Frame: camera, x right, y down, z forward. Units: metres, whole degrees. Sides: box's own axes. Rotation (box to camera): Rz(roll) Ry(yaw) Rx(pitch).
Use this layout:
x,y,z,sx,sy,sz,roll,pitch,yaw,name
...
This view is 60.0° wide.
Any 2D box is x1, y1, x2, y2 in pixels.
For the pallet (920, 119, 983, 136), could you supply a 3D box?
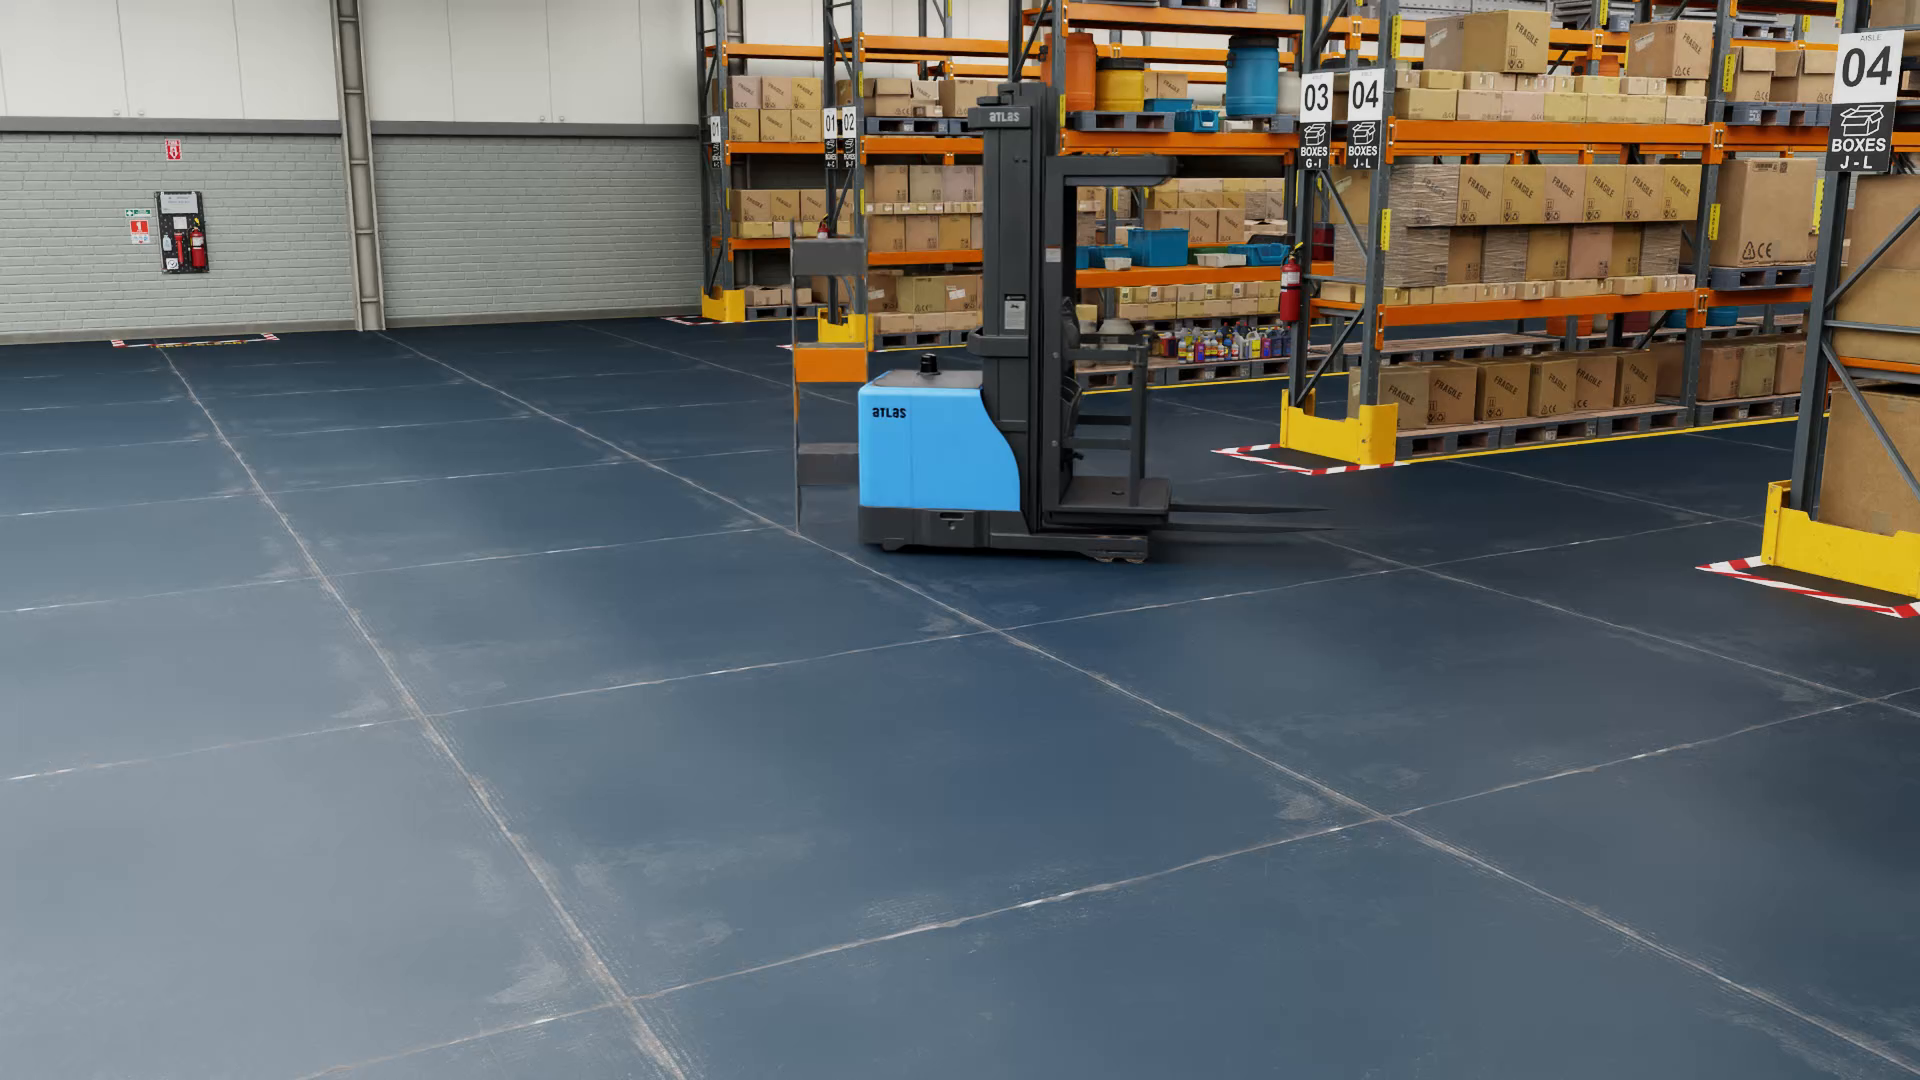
x,y,z,sx,sy,sz,roll,pitch,yaw,name
0.154,-5.731,23.110,1.213,0.211,1.003,-7,14,-28,pallet

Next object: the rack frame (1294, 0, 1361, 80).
x,y,z,sx,sy,sz,roll,pitch,yaw,name
4.330,-6.504,19.515,0.127,3.000,1.000,-7,14,-28,rack frame

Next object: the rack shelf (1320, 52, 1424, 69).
x,y,z,sx,sy,sz,roll,pitch,yaw,name
7.226,-7.544,26.686,4.000,0.370,1.077,-7,14,-28,rack shelf

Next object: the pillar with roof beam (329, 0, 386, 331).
x,y,z,sx,sy,sz,roll,pitch,yaw,name
-6.931,-6.772,20.706,0.400,9.000,9.100,-7,14,-28,pillar with roof beam

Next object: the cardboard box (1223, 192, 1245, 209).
x,y,z,sx,sy,sz,roll,pitch,yaw,name
4.997,-6.275,31.207,0.500,0.500,0.500,-6,14,-26,cardboard box

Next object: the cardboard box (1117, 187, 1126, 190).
x,y,z,sx,sy,sz,roll,pitch,yaw,name
2.806,-6.445,30.210,0.250,0.149,0.380,-9,16,-35,cardboard box

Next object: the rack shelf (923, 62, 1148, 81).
x,y,z,sx,sy,sz,roll,pitch,yaw,name
1.339,-8.078,29.057,4.000,0.370,1.077,-7,14,-28,rack shelf

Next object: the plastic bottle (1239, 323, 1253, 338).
x,y,z,sx,sy,sz,roll,pitch,yaw,name
3.492,-2.467,20.271,0.185,0.351,0.144,-7,14,-28,plastic bottle

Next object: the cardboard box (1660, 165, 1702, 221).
x,y,z,sx,sy,sz,roll,pitch,yaw,name
6.440,-3.204,15.333,0.500,0.500,0.500,-7,14,-28,cardboard box

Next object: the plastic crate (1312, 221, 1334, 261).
x,y,z,sx,sy,sz,roll,pitch,yaw,name
4.609,-3.719,20.655,0.583,0.464,0.402,-7,14,-28,plastic crate

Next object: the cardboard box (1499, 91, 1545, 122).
x,y,z,sx,sy,sz,roll,pitch,yaw,name
4.626,-3.700,14.228,0.500,0.250,0.500,-7,14,-28,cardboard box

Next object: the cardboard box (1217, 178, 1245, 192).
x,y,z,sx,sy,sz,roll,pitch,yaw,name
4.970,-6.640,31.124,0.500,0.250,0.500,-7,15,-29,cardboard box

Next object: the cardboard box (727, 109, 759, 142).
x,y,z,sx,sy,sz,roll,pitch,yaw,name
-3.514,-6.575,26.387,0.500,0.500,0.500,-6,14,-26,cardboard box

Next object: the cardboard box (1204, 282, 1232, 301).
x,y,z,sx,sy,sz,roll,pitch,yaw,name
3.791,-3.827,25.311,0.500,0.311,0.500,-6,14,-26,cardboard box

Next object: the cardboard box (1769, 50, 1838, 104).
x,y,z,sx,sy,sz,roll,pitch,yaw,name
7.990,-4.471,16.122,0.637,0.503,0.797,-6,14,-26,cardboard box

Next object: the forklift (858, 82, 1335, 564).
x,y,z,sx,sy,sz,roll,pitch,yaw,name
0.900,-1.407,10.684,3.031,2.935,1.130,2,13,8,forklift

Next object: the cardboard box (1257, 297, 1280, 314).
x,y,z,sx,sy,sz,roll,pitch,yaw,name
4.675,-3.659,25.844,0.500,0.250,0.500,-7,14,-29,cardboard box

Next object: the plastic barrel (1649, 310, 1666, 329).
x,y,z,sx,sy,sz,roll,pitch,yaw,name
9.706,-3.240,23.383,0.421,0.512,0.421,0,13,0,plastic barrel

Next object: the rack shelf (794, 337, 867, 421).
x,y,z,sx,sy,sz,roll,pitch,yaw,name
-0.868,-1.094,11.251,0.480,0.518,0.431,-1,13,-3,rack shelf

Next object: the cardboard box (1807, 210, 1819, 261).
x,y,z,sx,sy,sz,roll,pitch,yaw,name
8.181,-3.078,16.765,0.637,0.503,0.797,-5,14,-22,cardboard box

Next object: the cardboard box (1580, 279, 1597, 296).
x,y,z,sx,sy,sz,roll,pitch,yaw,name
5.535,-2.299,15.066,0.250,0.149,0.380,-7,14,-28,cardboard box

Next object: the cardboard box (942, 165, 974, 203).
x,y,z,sx,sy,sz,roll,pitch,yaw,name
-0.187,-4.955,23.113,0.500,0.500,0.700,-7,14,-28,cardboard box

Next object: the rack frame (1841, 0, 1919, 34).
x,y,z,sx,sy,sz,roll,pitch,yaw,name
5.480,-4.163,9.110,0.127,3.000,1.000,-7,14,-28,rack frame

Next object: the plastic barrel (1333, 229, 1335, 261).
x,y,z,sx,sy,sz,roll,pitch,yaw,name
4.814,-3.804,20.040,0.708,0.901,0.600,-7,14,-28,plastic barrel

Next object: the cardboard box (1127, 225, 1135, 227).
x,y,z,sx,sy,sz,roll,pitch,yaw,name
2.644,-4.595,25.000,0.258,0.266,0.396,-7,15,-29,cardboard box

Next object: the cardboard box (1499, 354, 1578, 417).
x,y,z,sx,sy,sz,roll,pitch,yaw,name
5.327,-1.432,15.377,0.500,0.500,0.500,-8,15,-33,cardboard box

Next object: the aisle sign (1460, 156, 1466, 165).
x,y,z,sx,sy,sz,roll,pitch,yaw,name
10.323,-7.967,33.758,0.004,0.787,0.394,-7,14,-28,aisle sign

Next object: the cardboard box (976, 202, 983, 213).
x,y,z,sx,sy,sz,roll,pitch,yaw,name
0.246,-4.638,23.182,0.250,0.149,0.380,-7,14,-27,cardboard box

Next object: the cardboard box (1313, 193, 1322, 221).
x,y,z,sx,sy,sz,roll,pitch,yaw,name
5.970,-5.295,26.621,0.700,0.500,0.500,11,17,41,cardboard box

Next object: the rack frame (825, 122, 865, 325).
x,y,z,sx,sy,sz,roll,pitch,yaw,name
-1.551,-4.112,22.548,0.127,3.000,1.000,-7,14,-28,rack frame

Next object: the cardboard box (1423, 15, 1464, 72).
x,y,z,sx,sy,sz,roll,pitch,yaw,name
4.432,-4.315,14.576,0.500,0.500,0.500,-7,14,-28,cardboard box

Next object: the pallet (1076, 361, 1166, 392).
x,y,z,sx,sy,sz,roll,pitch,yaw,name
1.579,-1.898,19.061,1.213,0.211,1.003,-7,14,-28,pallet

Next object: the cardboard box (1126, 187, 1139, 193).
x,y,z,sx,sy,sz,roll,pitch,yaw,name
3.368,-6.575,30.833,0.500,0.250,0.500,-6,14,-26,cardboard box

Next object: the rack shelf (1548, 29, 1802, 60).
x,y,z,sx,sy,sz,roll,pitch,yaw,name
9.597,-6.589,22.443,4.000,0.370,1.077,-7,14,-28,rack shelf

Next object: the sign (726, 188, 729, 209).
x,y,z,sx,sy,sz,roll,pitch,yaw,name
-3.668,-5.384,26.228,0.005,0.325,0.100,-7,14,-28,sign

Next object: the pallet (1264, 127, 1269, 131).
x,y,z,sx,sy,sz,roll,pitch,yaw,name
3.938,-6.118,25.059,1.213,0.211,1.003,-6,14,-25,pallet

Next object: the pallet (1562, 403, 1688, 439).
x,y,z,sx,sy,sz,roll,pitch,yaw,name
6.131,-1.185,15.895,1.213,0.211,1.003,-7,14,-28,pallet

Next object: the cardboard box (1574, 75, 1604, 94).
x,y,z,sx,sy,sz,roll,pitch,yaw,name
5.402,-3.978,14.556,0.250,0.149,0.380,-6,14,-25,cardboard box

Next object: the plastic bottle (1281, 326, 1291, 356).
x,y,z,sx,sy,sz,roll,pitch,yaw,name
3.903,-2.377,19.869,0.185,0.351,0.144,-7,15,-29,plastic bottle

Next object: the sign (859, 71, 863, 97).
x,y,z,sx,sy,sz,roll,pitch,yaw,name
-1.290,-5.933,21.635,0.005,0.325,0.100,-7,14,-28,sign

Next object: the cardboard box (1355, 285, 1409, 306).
x,y,z,sx,sy,sz,roll,pitch,yaw,name
3.557,-2.064,14.019,0.250,0.149,0.380,-7,14,-28,cardboard box

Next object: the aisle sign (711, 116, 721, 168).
x,y,z,sx,sy,sz,roll,pitch,yaw,name
-3.847,-6.269,26.212,0.004,0.787,0.394,-7,14,-28,aisle sign

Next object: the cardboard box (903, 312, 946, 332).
x,y,z,sx,sy,sz,roll,pitch,yaw,name
-0.536,-3.042,23.100,0.500,0.250,0.500,-7,14,-28,cardboard box

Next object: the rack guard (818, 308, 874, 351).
x,y,z,sx,sy,sz,roll,pitch,yaw,name
-1.572,-2.890,22.811,0.348,0.500,1.175,-7,14,-28,rack guard

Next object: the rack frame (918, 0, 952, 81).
x,y,z,sx,sy,sz,roll,pitch,yaw,name
-0.417,-8.414,27.999,0.127,3.000,1.000,-7,14,-28,rack frame

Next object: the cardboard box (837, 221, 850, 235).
x,y,z,sx,sy,sz,roll,pitch,yaw,name
-2.004,-5.155,27.481,0.500,0.250,0.500,-7,14,-27,cardboard box

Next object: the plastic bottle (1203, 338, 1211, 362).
x,y,z,sx,sy,sz,roll,pitch,yaw,name
2.861,-2.207,19.296,0.097,0.271,0.097,0,13,0,plastic bottle

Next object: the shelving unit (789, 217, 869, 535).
x,y,z,sx,sy,sz,roll,pitch,yaw,name
-0.868,-1.107,11.248,0.503,2.100,0.431,-1,13,-3,shelving unit

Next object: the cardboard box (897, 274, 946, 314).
x,y,z,sx,sy,sz,roll,pitch,yaw,name
-0.536,-3.408,23.017,0.500,0.500,0.500,-7,14,-28,cardboard box

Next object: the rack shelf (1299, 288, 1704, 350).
x,y,z,sx,sy,sz,roll,pitch,yaw,name
4.948,-2.062,15.077,4.000,0.370,1.077,-7,14,-28,rack shelf

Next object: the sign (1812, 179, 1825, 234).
x,y,z,sx,sy,sz,roll,pitch,yaw,name
5.232,-2.022,10.086,0.005,0.325,0.100,-7,14,-28,sign

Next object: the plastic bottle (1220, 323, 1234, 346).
x,y,z,sx,sy,sz,roll,pitch,yaw,name
3.257,-2.475,20.306,0.185,0.351,0.144,-8,15,-30,plastic bottle

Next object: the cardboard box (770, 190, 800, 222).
x,y,z,sx,sy,sz,roll,pitch,yaw,name
-2.926,-5.411,26.908,0.500,0.500,0.500,-7,14,-28,cardboard box

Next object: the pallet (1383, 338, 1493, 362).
x,y,z,sx,sy,sz,roll,pitch,yaw,name
6.073,-2.436,21.455,1.213,0.211,1.003,-7,14,-28,pallet
